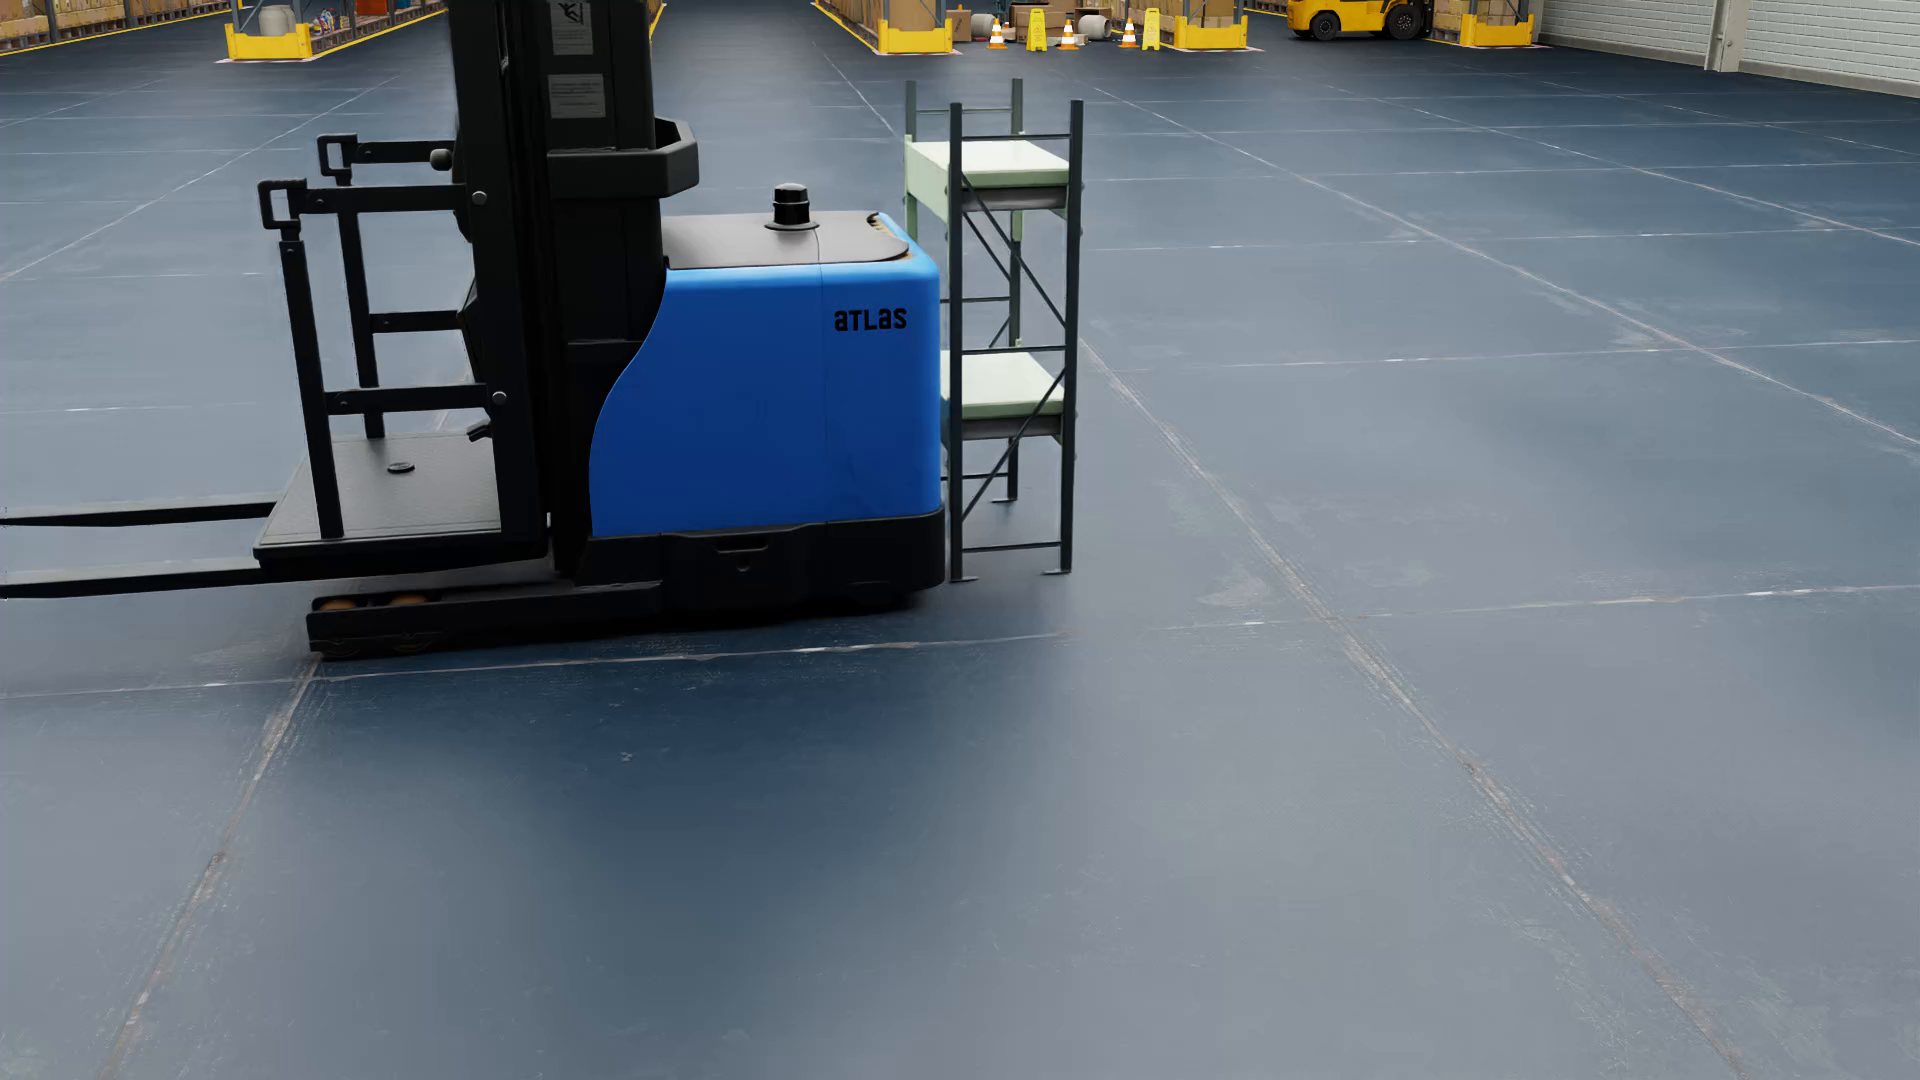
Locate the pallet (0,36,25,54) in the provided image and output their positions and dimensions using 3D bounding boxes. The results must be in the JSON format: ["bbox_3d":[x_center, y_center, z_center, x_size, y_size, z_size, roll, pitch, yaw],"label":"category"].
[{"bbox_3d":[-15.772,-7.938,26.668,1.003,0.211,1.213,-3,21,-8],"label":"pallet"}]

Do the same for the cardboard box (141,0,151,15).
[{"bbox_3d":[-16.465,-10.718,33.070,0.500,0.500,0.500,-4,21,-10],"label":"cardboard box"}]

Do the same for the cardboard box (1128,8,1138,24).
[{"bbox_3d":[3.403,-9.634,30.553,0.500,0.250,0.500,-4,21,-10],"label":"cardboard box"}]

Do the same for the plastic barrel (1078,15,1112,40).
[{"bbox_3d":[2.366,-8.990,29.182,0.512,0.421,0.421,12,24,30],"label":"plastic barrel"}]

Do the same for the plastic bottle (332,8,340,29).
[{"bbox_3d":[-10.744,-8.950,28.550,0.144,0.351,0.185,-3,21,-9],"label":"plastic bottle"}]

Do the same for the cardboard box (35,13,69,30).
[{"bbox_3d":[-15.837,-9.006,28.871,0.500,0.250,0.500,-3,21,-9],"label":"cardboard box"}]

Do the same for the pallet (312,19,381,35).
[{"bbox_3d":[-11.453,-9.581,31.066,1.003,0.211,1.213,-3,21,-8],"label":"pallet"}]

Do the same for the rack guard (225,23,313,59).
[{"bbox_3d":[-10.603,-7.662,25.515,1.175,0.500,0.348,-3,21,-8],"label":"rack guard"}]

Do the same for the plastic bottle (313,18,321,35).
[{"bbox_3d":[-10.499,-8.380,27.137,0.097,0.271,0.097,0,20,0],"label":"plastic bottle"}]

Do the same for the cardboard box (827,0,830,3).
[{"bbox_3d":[-2.845,-12.408,38.126,0.380,0.149,0.250,-3,21,-7],"label":"cardboard box"}]

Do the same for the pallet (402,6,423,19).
[{"bbox_3d":[-12.205,-11.388,35.905,1.003,0.211,1.213,-3,21,-8],"label":"pallet"}]

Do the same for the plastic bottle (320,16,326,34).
[{"bbox_3d":[-10.562,-8.534,27.547,0.097,0.271,0.097,0,20,0],"label":"plastic bottle"}]

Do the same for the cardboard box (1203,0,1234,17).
[{"bbox_3d":[4.315,-9.120,28.104,0.500,0.500,0.500,-4,21,-10],"label":"cardboard box"}]

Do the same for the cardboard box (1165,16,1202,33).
[{"bbox_3d":[3.776,-8.742,28.164,0.500,0.250,0.500,-3,21,-8],"label":"cardboard box"}]

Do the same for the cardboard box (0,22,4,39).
[{"bbox_3d":[-15.452,-8.012,26.210,0.500,0.250,0.500,-3,21,-8],"label":"cardboard box"}]

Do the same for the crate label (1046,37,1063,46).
[{"bbox_3d":[1.599,-8.397,28.001,0.250,0.136,0.298,-15,25,-35],"label":"crate label"}]

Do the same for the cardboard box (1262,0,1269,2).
[{"bbox_3d":[7.277,-12.628,38.212,0.500,0.500,0.500,-3,21,-8],"label":"cardboard box"}]

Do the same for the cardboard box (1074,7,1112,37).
[{"bbox_3d":[2.393,-9.334,29.989,0.500,0.500,0.500,12,24,29],"label":"cardboard box"}]

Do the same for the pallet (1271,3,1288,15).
[{"bbox_3d":[7.677,-11.955,37.424,1.003,0.211,1.213,-3,21,-8],"label":"pallet"}]

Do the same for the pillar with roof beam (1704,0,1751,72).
[{"bbox_3d":[6.470,-10.612,21.269,9.100,9.000,0.400,-3,21,-8],"label":"pillar with roof beam"}]

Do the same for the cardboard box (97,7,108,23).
[{"bbox_3d":[-16.136,-9.716,30.773,0.500,0.250,0.500,-2,21,-7],"label":"cardboard box"}]

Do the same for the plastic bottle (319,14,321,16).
[{"bbox_3d":[-10.768,-8.727,28.047,0.061,0.283,0.133,-3,21,-8],"label":"plastic bottle"}]

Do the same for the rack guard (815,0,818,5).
[{"bbox_3d":[-3.017,-13.616,41.458,1.175,0.500,0.348,-3,21,-8],"label":"rack guard"}]

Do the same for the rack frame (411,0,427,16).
[{"bbox_3d":[-12.275,-12.964,36.138,1.000,3.000,0.127,-3,21,-8],"label":"rack frame"}]

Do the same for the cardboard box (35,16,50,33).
[{"bbox_3d":[-15.741,-8.704,28.064,0.500,0.250,0.500,-3,21,-8],"label":"cardboard box"}]

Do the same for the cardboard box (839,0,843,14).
[{"bbox_3d":[-1.876,-10.971,33.418,1.050,0.750,0.750,-3,21,-8],"label":"cardboard box"}]

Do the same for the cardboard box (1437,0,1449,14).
[{"bbox_3d":[8.632,-9.280,28.890,0.500,0.250,0.500,-3,21,-8],"label":"cardboard box"}]

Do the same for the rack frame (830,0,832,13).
[{"bbox_3d":[-2.451,-13.429,37.383,1.000,3.000,0.127,-3,21,-8],"label":"rack frame"}]

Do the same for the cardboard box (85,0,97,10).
[{"bbox_3d":[-16.060,-9.804,30.208,0.500,0.311,0.500,-2,21,-6],"label":"cardboard box"}]

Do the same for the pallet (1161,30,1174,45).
[{"bbox_3d":[4.069,-8.561,28.337,1.003,0.211,1.213,-3,21,-8],"label":"pallet"}]

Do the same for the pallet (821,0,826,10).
[{"bbox_3d":[-2.762,-12.776,39.622,1.003,0.211,1.213,-3,21,-8],"label":"pallet"}]

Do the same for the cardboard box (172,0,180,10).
[{"bbox_3d":[-16.760,-11.422,34.955,0.500,0.500,0.500,-3,21,-8],"label":"cardboard box"}]

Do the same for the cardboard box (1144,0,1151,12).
[{"bbox_3d":[3.565,-9.621,29.446,0.500,0.500,0.500,-2,21,-5],"label":"cardboard box"}]

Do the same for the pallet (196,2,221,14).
[{"bbox_3d":[-17.455,-12.070,37.731,1.003,0.211,1.213,-3,21,-8],"label":"pallet"}]

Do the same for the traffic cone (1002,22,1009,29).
[{"bbox_3d":[0.990,-10.164,32.267,0.336,0.463,0.334,-3,21,-8],"label":"traffic cone"}]

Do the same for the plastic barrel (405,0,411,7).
[{"bbox_3d":[-12.214,-11.988,35.925,0.600,0.901,0.708,-3,21,-8],"label":"plastic barrel"}]

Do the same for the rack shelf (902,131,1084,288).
[{"bbox_3d":[0.090,-1.074,5.333,0.431,0.370,0.720,-4,21,-11],"label":"rack shelf"}]

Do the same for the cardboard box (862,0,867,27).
[{"bbox_3d":[-1.277,-9.639,29.673,0.875,0.875,0.875,-3,21,-7],"label":"cardboard box"}]

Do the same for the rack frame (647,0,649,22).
[{"bbox_3d":[-6.798,-11.828,33.099,1.000,3.000,0.127,-3,21,-8],"label":"rack frame"}]

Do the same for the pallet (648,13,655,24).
[{"bbox_3d":[-6.837,-10.799,34.328,1.003,0.211,1.213,-3,21,-8],"label":"pallet"}]

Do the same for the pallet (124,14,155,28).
[{"bbox_3d":[-16.671,-10.284,32.950,1.003,0.211,1.213,-3,21,-8],"label":"pallet"}]

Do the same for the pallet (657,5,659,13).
[{"bbox_3d":[-7.406,-12.174,38.010,1.003,0.211,1.213,-3,21,-8],"label":"pallet"}]

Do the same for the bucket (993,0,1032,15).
[{"bbox_3d":[1.003,-9.906,30.459,0.726,0.611,0.620,4,11,11],"label":"bucket"}]

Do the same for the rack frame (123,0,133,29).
[{"bbox_3d":[-16.601,-11.330,31.764,1.000,3.000,0.127,-3,21,-8],"label":"rack frame"}]

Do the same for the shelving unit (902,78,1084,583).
[{"bbox_3d":[0.090,-0.708,5.469,0.431,1.500,0.755,-4,21,-11],"label":"shelving unit"}]

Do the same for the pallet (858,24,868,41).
[{"bbox_3d":[-1.266,-9.085,29.739,1.003,0.211,1.213,-3,21,-8],"label":"pallet"}]

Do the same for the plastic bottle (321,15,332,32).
[{"bbox_3d":[-10.650,-8.681,27.935,0.152,0.276,0.135,-3,21,-7],"label":"plastic bottle"}]

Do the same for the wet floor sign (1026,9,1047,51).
[{"bbox_3d":[1.242,-8.261,26.911,0.267,0.644,0.232,-7,21,-17],"label":"wet floor sign"}]

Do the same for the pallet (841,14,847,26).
[{"bbox_3d":[-1.836,-10.461,33.422,1.003,0.211,1.213,-3,21,-8],"label":"pallet"}]

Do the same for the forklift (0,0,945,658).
[{"bbox_3d":[-1.616,-1.233,4.828,3.031,2.935,1.130,-4,21,-11],"label":"forklift"}]

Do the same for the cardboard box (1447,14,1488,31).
[{"bbox_3d":[8.693,-8.865,28.495,0.500,0.250,0.500,-3,21,-7],"label":"cardboard box"}]

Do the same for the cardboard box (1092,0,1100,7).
[{"bbox_3d":[3.195,-10.843,33.615,0.950,0.372,0.625,-3,21,-9],"label":"cardboard box"}]

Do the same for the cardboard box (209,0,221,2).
[{"bbox_3d":[-17.325,-12.512,38.229,0.500,0.250,0.500,-3,21,-8],"label":"cardboard box"}]

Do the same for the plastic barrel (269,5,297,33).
[{"bbox_3d":[-10.788,-8.238,26.440,0.421,0.512,0.421,0,20,0],"label":"plastic barrel"}]
